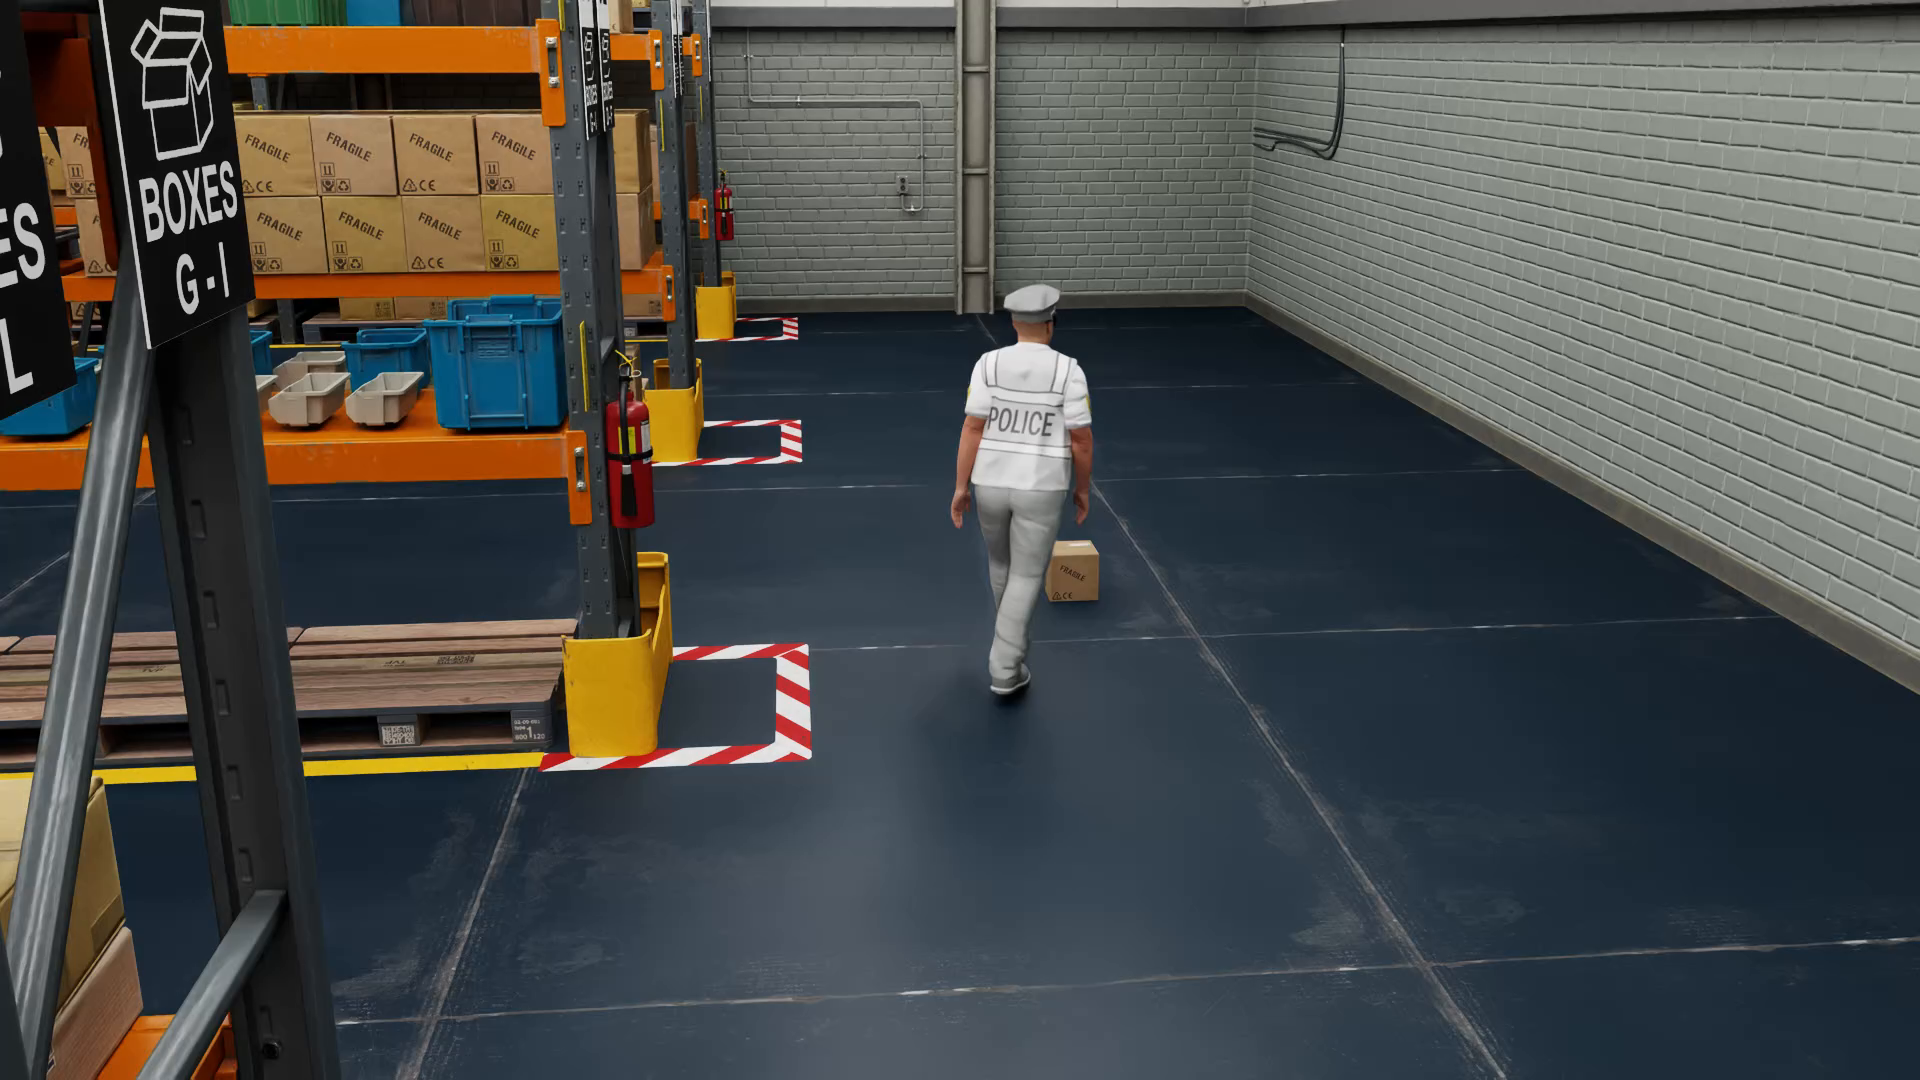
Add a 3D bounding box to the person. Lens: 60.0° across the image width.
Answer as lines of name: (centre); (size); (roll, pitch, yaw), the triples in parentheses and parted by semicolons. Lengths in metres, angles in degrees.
person: (0.305, -0.252, 7.327); (0.569, 1.723, 0.912); (6, 18, 20)
